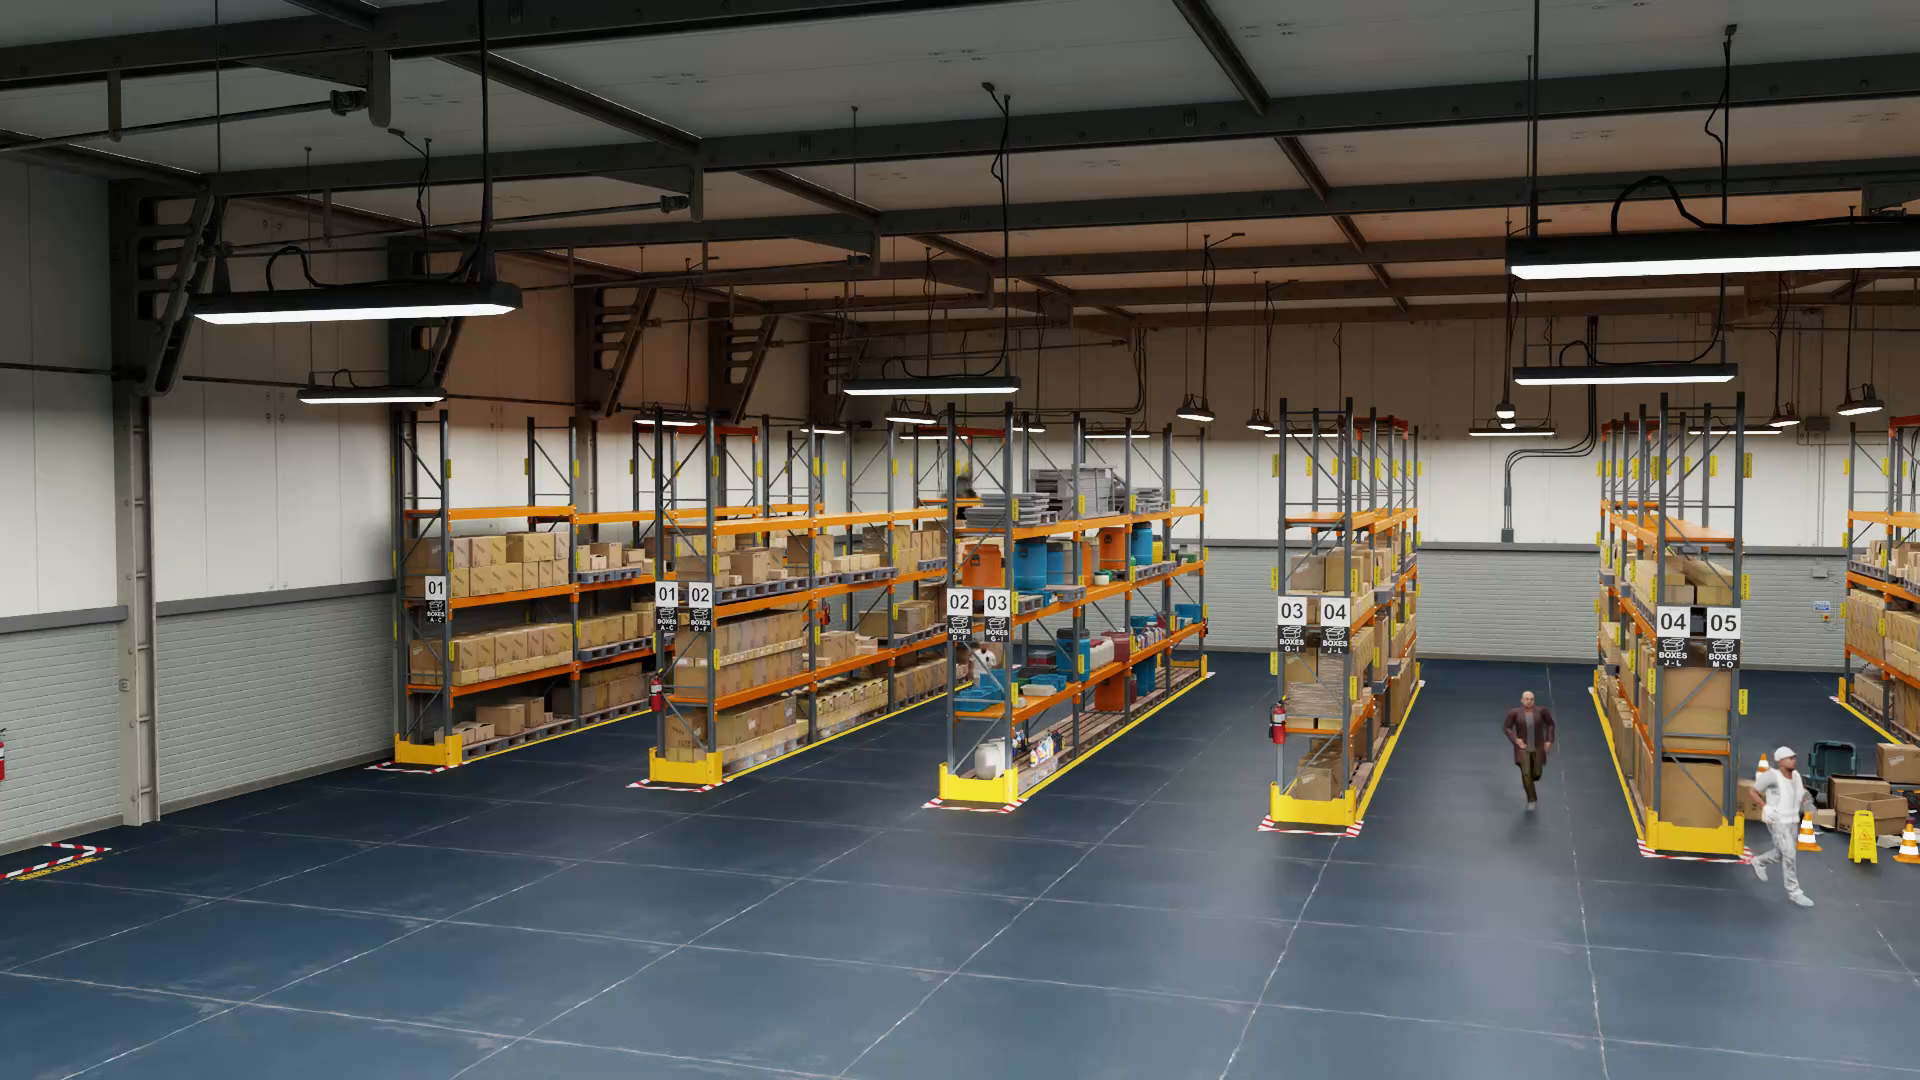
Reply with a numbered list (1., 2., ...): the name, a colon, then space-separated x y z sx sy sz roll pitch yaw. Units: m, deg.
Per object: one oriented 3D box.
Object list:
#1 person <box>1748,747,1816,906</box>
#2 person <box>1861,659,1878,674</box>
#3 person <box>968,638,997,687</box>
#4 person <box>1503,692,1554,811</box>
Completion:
1. person: 9.535 3.287 19.368 0.693 1.779 0.949 -1 3 -25
2. person: 20.019 2.543 36.509 0.753 1.685 0.770 -2 3 -43
3. person: 0.433 2.775 33.226 0.615 1.645 0.642 0 2 11
4. person: 8.432 3.100 24.692 0.740 1.743 0.759 0 2 9
